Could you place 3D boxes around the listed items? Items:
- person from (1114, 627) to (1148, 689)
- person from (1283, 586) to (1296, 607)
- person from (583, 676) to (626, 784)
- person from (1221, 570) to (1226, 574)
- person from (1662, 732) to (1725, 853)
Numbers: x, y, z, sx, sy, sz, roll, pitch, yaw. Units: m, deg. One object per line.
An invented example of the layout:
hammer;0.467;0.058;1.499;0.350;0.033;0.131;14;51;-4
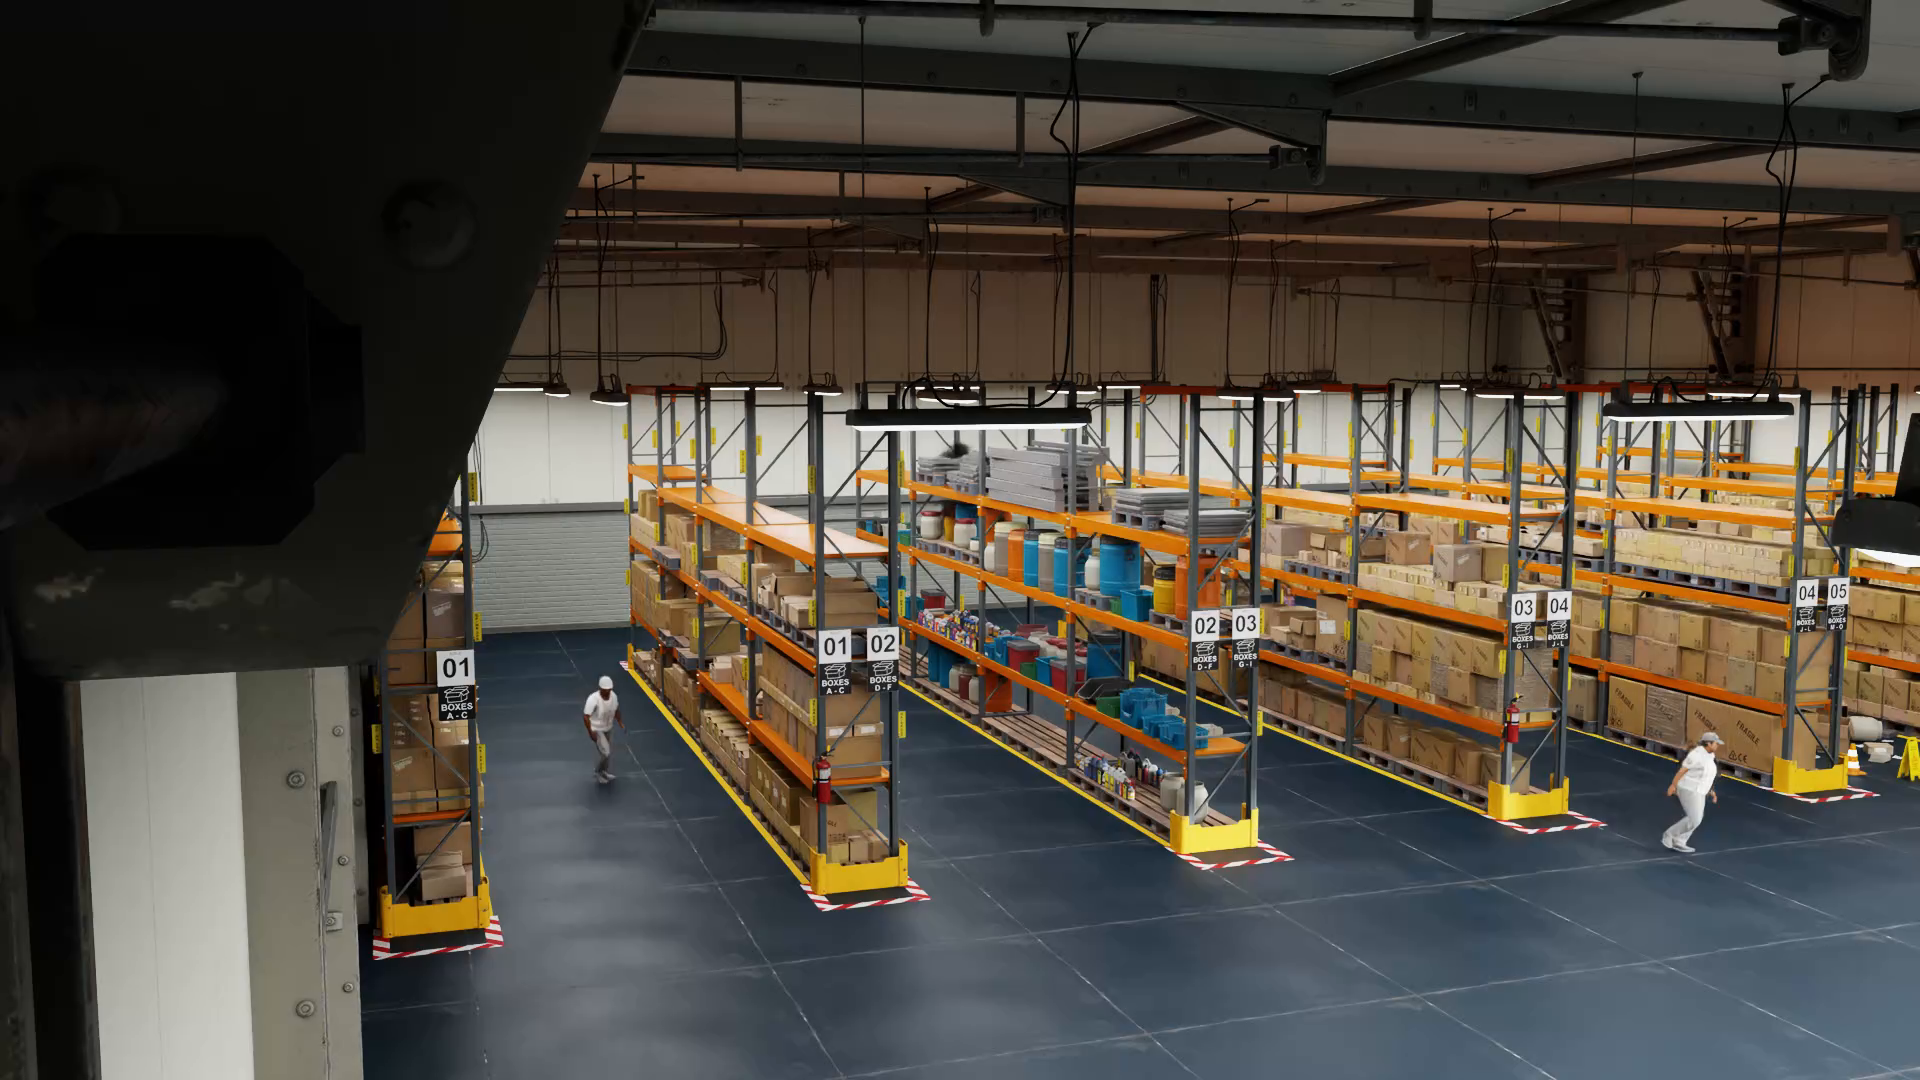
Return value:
person;3.349;2.119;32.623;0.698;1.714;0.718;-3;7;-30
person;7.191;1.785;36.630;0.549;1.569;0.632;-3;6;-24
person;-5.439;2.877;25.353;0.624;1.698;0.699;3;7;29
person;6.128;1.319;40.325;0.703;1.735;0.846;1;6;8
person;9.577;3.297;21.723;0.667;1.616;0.627;-6;8;-45
